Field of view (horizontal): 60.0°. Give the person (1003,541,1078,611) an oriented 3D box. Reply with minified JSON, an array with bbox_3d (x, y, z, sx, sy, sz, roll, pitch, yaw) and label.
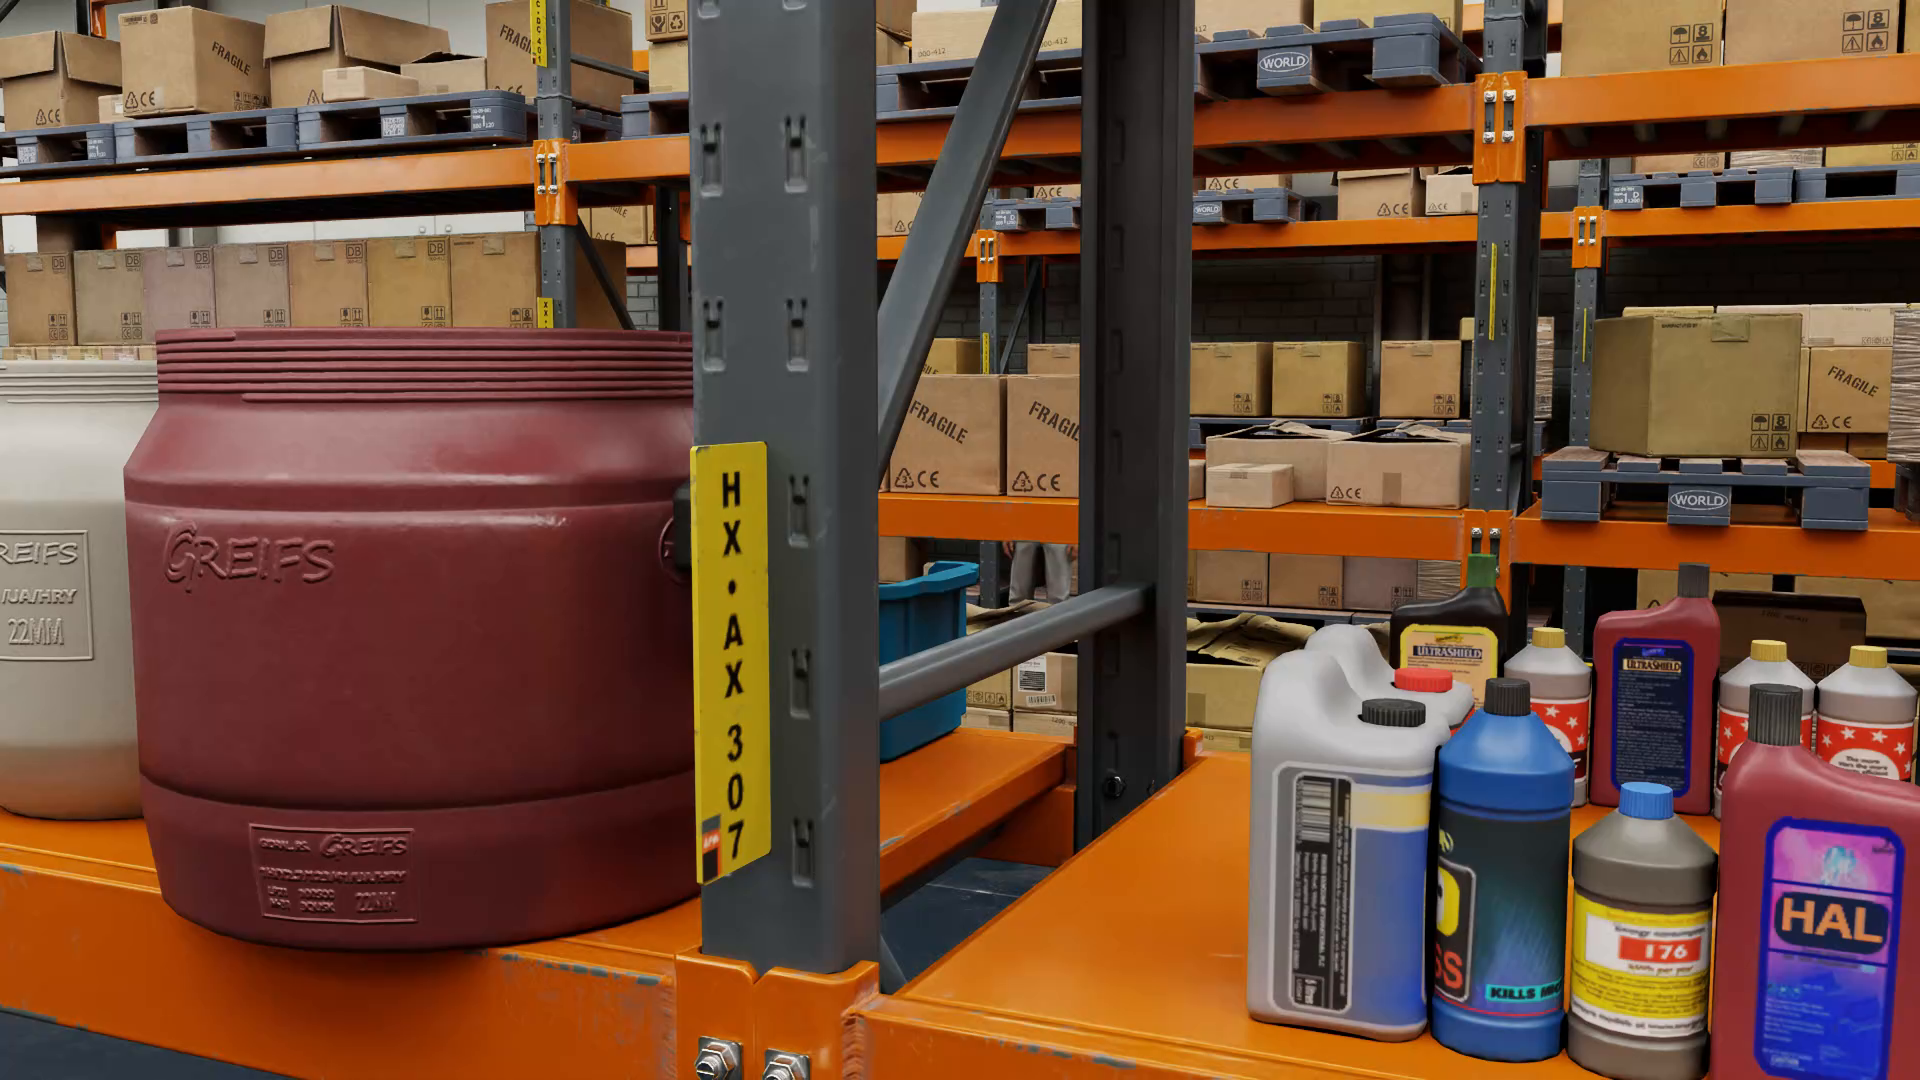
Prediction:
[{"bbox_3d":[0.490,-0.004,9.782,0.497,1.672,0.351,2,6,23],"label":"person"}]
